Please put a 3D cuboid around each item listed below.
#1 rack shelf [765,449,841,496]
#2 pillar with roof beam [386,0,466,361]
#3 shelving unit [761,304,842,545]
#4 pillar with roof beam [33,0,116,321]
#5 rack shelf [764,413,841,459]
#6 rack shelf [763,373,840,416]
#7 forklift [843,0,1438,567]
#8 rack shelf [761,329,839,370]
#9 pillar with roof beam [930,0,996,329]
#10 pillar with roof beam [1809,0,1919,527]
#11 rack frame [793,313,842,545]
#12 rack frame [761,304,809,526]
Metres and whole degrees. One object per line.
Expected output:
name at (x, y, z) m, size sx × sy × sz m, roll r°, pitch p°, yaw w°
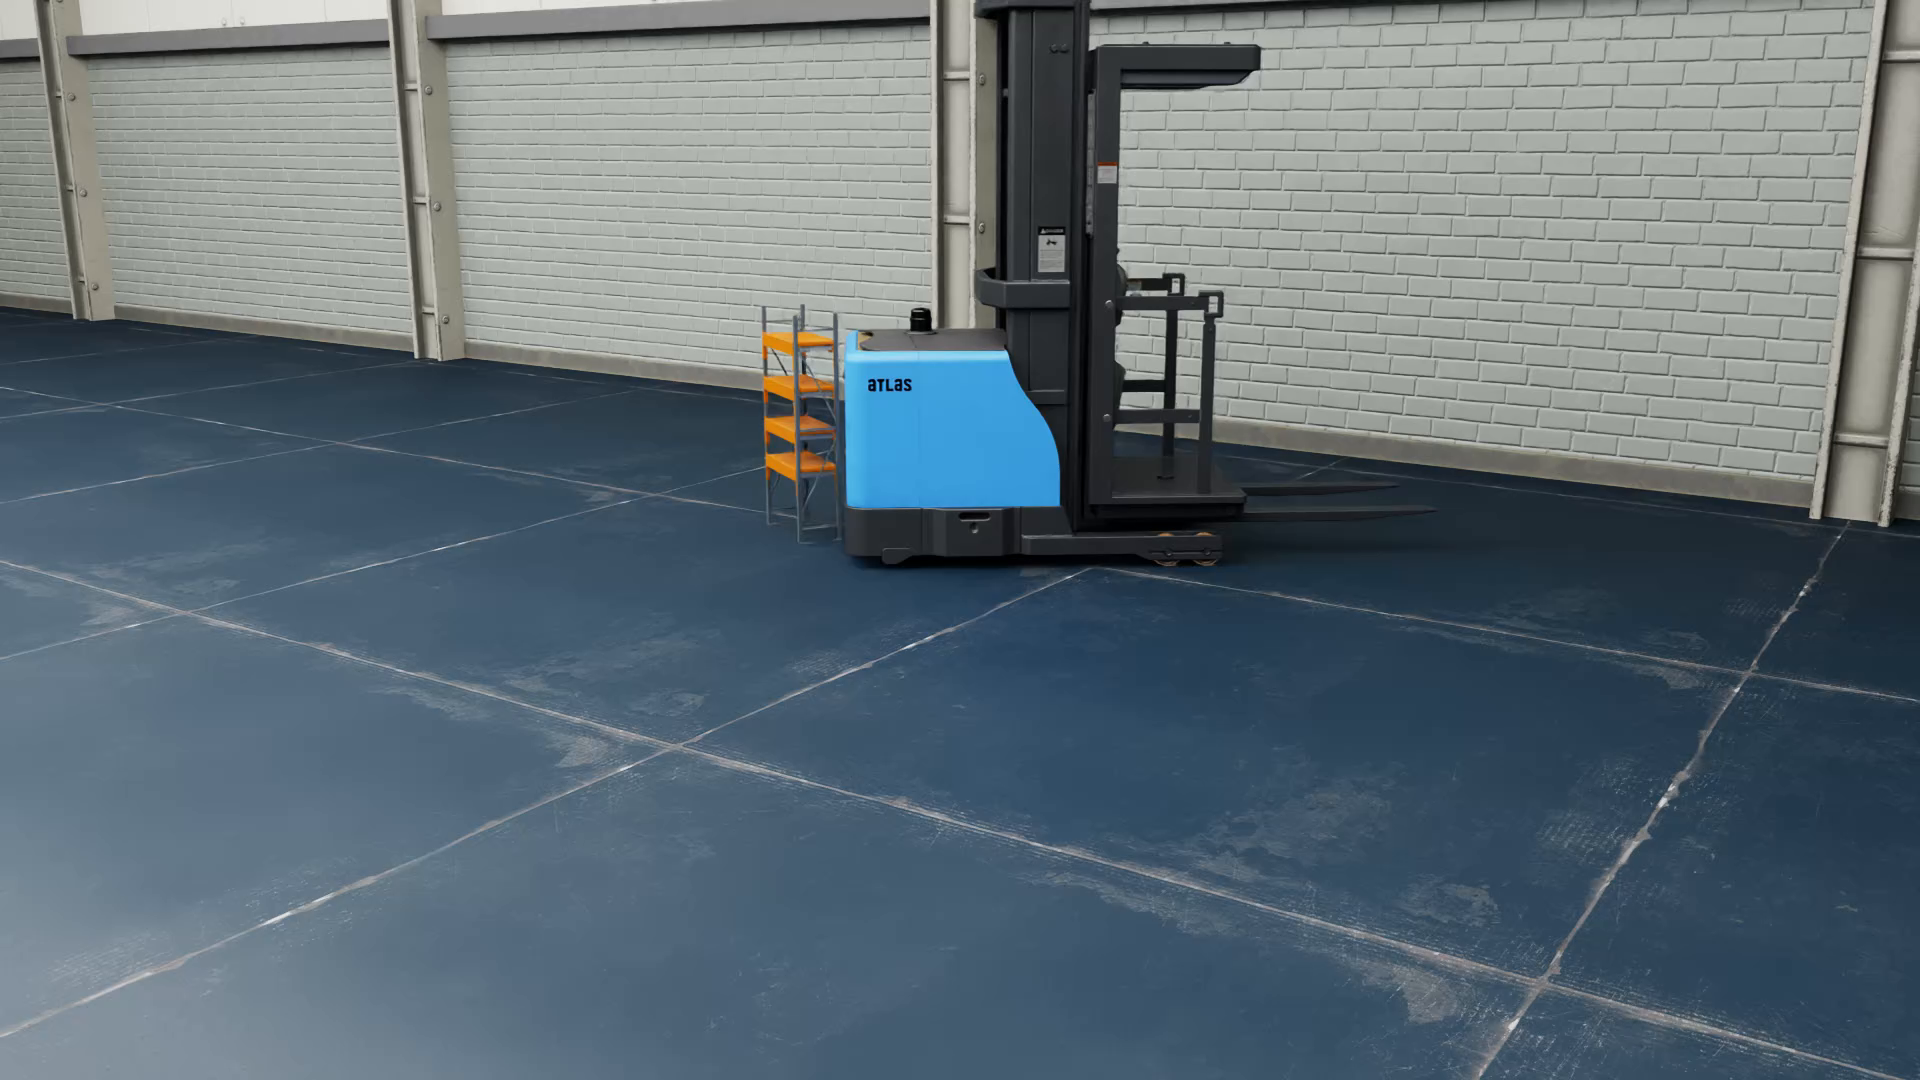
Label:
rack shelf at (-0.844, -0.365, 8.907) m, size 0.258 × 0.148 × 0.480 m, roll -7°, pitch 15°, yaw -25°
pillar with roof beam at (-7.348, -5.247, 11.293) m, size 0.400 × 9.000 × 9.100 m, roll 9°, pitch 17°, yaw 33°
shelving unit at (-0.844, -0.623, 8.843) m, size 0.258 × 1.200 × 0.503 m, roll -7°, pitch 15°, yaw -25°
pillar with roof beam at (-12.326, -6.052, 14.543) m, size 0.400 × 9.000 × 9.100 m, roll 9°, pitch 17°, yaw 33°
rack shelf at (-0.844, -0.558, 8.860) m, size 0.258 × 0.148 × 0.480 m, roll -7°, pitch 15°, yaw -25°
rack shelf at (-0.844, -0.775, 8.806) m, size 0.258 × 0.148 × 0.480 m, roll -7°, pitch 15°, yaw -25°
forklift at (0.916, -1.417, 8.449) m, size 3.031 × 2.935 × 1.130 m, roll -1°, pitch 14°, yaw -3°
rack shelf at (-0.844, -1.005, 8.749) m, size 0.258 × 0.148 × 0.480 m, roll -7°, pitch 15°, yaw -25°
pillar with roof beam at (-2.369, -4.443, 8.042) m, size 0.400 × 9.000 × 9.100 m, roll 9°, pitch 17°, yaw 33°
pillar with roof beam at (2.609, -3.638, 4.792) m, size 0.400 × 9.000 × 9.100 m, roll 9°, pitch 17°, yaw 33°
rack frame at (-0.739, -0.570, 8.630) m, size 0.240 × 1.200 × 0.015 m, roll -7°, pitch 15°, yaw -25°
rack frame at (-0.948, -0.676, 9.057) m, size 0.240 × 1.200 × 0.015 m, roll -7°, pitch 15°, yaw -25°
